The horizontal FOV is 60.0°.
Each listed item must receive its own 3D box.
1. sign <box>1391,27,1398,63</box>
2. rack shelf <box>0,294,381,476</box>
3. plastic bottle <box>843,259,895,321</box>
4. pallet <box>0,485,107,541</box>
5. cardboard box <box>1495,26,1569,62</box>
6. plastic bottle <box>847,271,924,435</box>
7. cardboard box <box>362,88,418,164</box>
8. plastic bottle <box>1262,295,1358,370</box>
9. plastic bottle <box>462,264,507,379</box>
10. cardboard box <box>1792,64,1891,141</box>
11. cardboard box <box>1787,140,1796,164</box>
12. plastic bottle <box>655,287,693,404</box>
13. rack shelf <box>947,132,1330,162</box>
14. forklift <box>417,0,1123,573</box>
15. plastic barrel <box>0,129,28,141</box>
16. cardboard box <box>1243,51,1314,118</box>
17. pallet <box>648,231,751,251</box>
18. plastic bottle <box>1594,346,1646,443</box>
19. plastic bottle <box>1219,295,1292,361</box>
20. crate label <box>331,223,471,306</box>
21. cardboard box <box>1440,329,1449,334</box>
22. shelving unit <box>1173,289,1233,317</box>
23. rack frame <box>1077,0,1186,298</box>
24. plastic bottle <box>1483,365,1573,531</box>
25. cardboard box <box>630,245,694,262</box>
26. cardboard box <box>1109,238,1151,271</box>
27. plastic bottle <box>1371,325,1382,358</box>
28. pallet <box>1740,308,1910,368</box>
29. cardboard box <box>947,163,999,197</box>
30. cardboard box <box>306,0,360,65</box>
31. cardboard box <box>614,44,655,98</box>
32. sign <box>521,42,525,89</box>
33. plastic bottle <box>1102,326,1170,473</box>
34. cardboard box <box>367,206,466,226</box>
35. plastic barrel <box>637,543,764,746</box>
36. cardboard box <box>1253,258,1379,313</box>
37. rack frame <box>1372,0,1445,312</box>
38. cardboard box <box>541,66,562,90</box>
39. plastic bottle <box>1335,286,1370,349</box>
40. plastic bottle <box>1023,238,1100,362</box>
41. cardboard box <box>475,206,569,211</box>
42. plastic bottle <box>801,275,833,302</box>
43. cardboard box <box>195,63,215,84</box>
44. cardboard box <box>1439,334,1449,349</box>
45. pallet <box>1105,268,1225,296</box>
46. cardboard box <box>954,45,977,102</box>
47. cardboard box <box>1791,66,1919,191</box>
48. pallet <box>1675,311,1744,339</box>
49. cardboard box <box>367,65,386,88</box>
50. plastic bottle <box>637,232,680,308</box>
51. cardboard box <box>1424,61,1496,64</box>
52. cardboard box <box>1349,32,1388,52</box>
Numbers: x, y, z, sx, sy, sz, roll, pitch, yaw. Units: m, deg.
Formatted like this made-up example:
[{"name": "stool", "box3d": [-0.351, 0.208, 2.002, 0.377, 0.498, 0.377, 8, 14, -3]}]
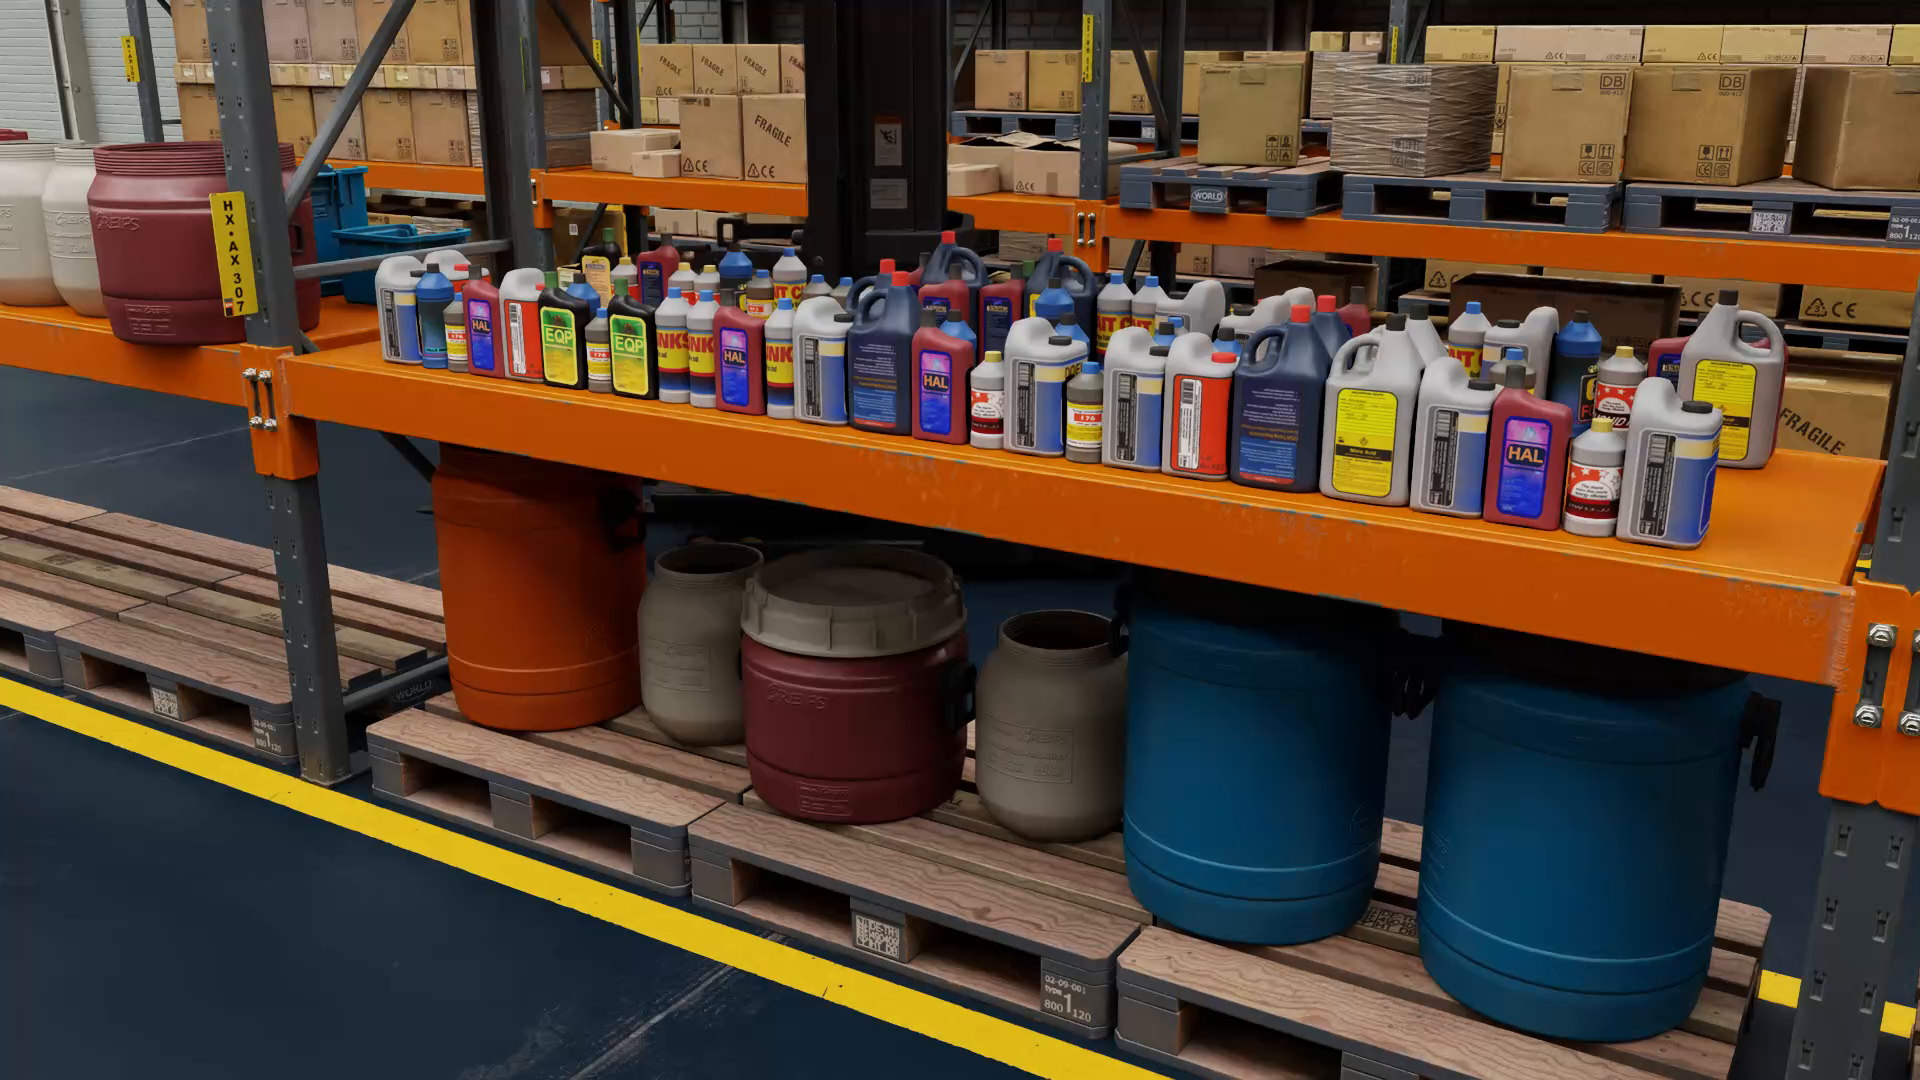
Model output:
[{"name": "sign", "box3d": [3.242, -3.660, 12.414, 0.005, 0.325, 0.100, 10, 20, 30]}, {"name": "rack shelf", "box3d": [-3.371, -0.786, 6.047, 4.000, 0.370, 1.077, 10, 20, 30]}, {"name": "plastic bottle", "box3d": [-0.186, -0.479, 3.881, 0.185, 0.351, 0.144, 10, 20, 30]}, {"name": "pallet", "box3d": [-4.386, 0.009, 6.987, 1.213, 0.211, 1.003, 10, 20, 30]}, {"name": "cardboard box", "box3d": [4.229, -3.624, 12.142, 0.500, 0.250, 0.500, 10, 19, 29]}, {"name": "plastic bottle", "box3d": [-0.151, -0.421, 3.690, 0.185, 0.351, 0.144, 10, 20, 30]}, {"name": "cardboard box", "box3d": [-3.739, -2.931, 11.696, 0.500, 0.500, 0.700, 10, 20, 31]}, {"name": "plastic bottle", "box3d": [0.705, -0.317, 3.348, 0.185, 0.351, 0.144, 10, 20, 30]}, {"name": "plastic bottle", "box3d": [-1.211, -0.563, 4.276, 0.133, 0.283, 0.061, 10, 20, 30]}, {"name": "cardboard box", "box3d": [5.961, -2.954, 11.228, 0.500, 0.500, 0.500, 10, 20, 31]}, {"name": "cardboard box", "box3d": [5.810, -2.651, 11.345, 0.250, 0.149, 0.380, 10, 20, 30]}, {"name": "plastic bottle", "box3d": [-0.678, -0.469, 3.985, 0.097, 0.271, 0.097, 0, 17, 0]}, {"name": "rack shelf", "box3d": [1.814, -3.240, 14.124, 4.000, 0.370, 1.077, 10, 20, 30]}, {"name": "forklift", "box3d": [-0.773, -1.399, 6.944, 3.031, 2.935, 1.130, 0, 17, 1]}, {"name": "plastic barrel", "box3d": [-3.381, -1.123, 5.682, 0.433, 0.535, 0.433, 0, 17, 0]}, {"name": "cardboard box", "box3d": [2.622, -3.686, 13.425, 0.500, 0.500, 0.700, 8, 19, 25]}, {"name": "pallet", "box3d": [-2.560, -3.019, 16.956, 1.213, 0.211, 1.003, 10, 20, 30]}, {"name": "plastic bottle", "box3d": [1.431, -0.318, 3.608, 0.097, 0.201, 0.097, 0, 17, 0]}, {"name": "plastic bottle", "box3d": [0.678, -0.426, 3.838, 0.135, 0.276, 0.152, 10, 20, 30]}, {"name": "crate label", "box3d": [-1.829, -0.903, 5.482, 0.416, 0.233, 0.303, 10, 20, 30]}, {"name": "cardboard box", "box3d": [2.740, -0.826, 8.483, 0.500, 0.500, 0.500, 9, 19, 28]}, {"name": "shelving unit", "box3d": [0.922, -0.406, 6.639, 0.258, 1.200, 0.189, -3, 33, -11]}, {"name": "rack frame", "box3d": [0.929, -2.053, 8.977, 0.127, 3.000, 1.000, 10, 20, 30]}, {"name": "plastic bottle", "box3d": [1.016, -0.166, 2.967, 0.133, 0.283, 0.061, 10, 20, 30]}, {"name": "cardboard box", "box3d": [-1.984, -1.824, 11.268, 0.500, 0.311, 0.500, 10, 20, 30]}, {"name": "cardboard box", "box3d": [1.626, -2.641, 14.459, 0.500, 0.500, 0.700, 10, 20, 31]}, {"name": "plastic bottle", "box3d": [0.985, -0.397, 3.870, 0.097, 0.201, 0.097, 0, 17, 0]}, {"name": "pallet", "box3d": [6.230, -1.436, 11.745, 1.213, 0.211, 1.003, 10, 20, 30]}, {"name": "cardboard box", "box3d": [0.018, -2.001, 9.239, 0.250, 0.149, 0.380, 10, 20, 30]}, {"name": "cardboard box", "box3d": [-4.144, -3.624, 11.748, 0.500, 0.500, 0.700, 10, 20, 30]}, {"name": "cardboard box", "box3d": [-3.049, -4.646, 16.450, 0.500, 0.500, 0.500, 10, 20, 30]}, {"name": "sign", "box3d": [-2.769, -2.975, 10.390, 0.005, 0.325, 0.100, 10, 20, 30]}, {"name": "plastic bottle", "box3d": [0.381, -0.291, 3.392, 0.135, 0.276, 0.152, 10, 20, 30]}, {"name": "cardboard box", "box3d": [-3.837, -2.076, 11.771, 0.500, 0.500, 0.500, 10, 20, 30]}, {"name": "plastic barrel", "box3d": [-0.713, 0.297, 4.800, 0.421, 0.512, 0.421, 0, 17, 0]}, {"name": "cardboard box", "box3d": [1.899, -1.334, 8.866, 0.500, 0.250, 0.500, 11, 20, 32]}, {"name": "rack frame", "box3d": [3.518, -3.280, 13.018, 0.127, 3.000, 1.000, 10, 20, 30]}, {"name": "cardboard box", "box3d": [-2.823, -3.007, 10.833, 0.250, 0.149, 0.380, 10, 20, 30]}, {"name": "plastic bottle", "box3d": [0.896, -0.459, 3.931, 0.133, 0.283, 0.061, 10, 20, 30]}, {"name": "plastic bottle", "box3d": [0.260, -0.590, 4.248, 0.185, 0.351, 0.144, 10, 20, 30]}, {"name": "cardboard box", "box3d": [-3.141, -2.127, 11.941, 0.500, 0.500, 0.500, 10, 20, 30]}, {"name": "plastic bottle", "box3d": [-0.398, -0.644, 4.683, 0.097, 0.201, 0.097, 0, 17, 0]}, {"name": "cardboard box", "box3d": [-5.440, -3.475, 12.372, 0.250, 0.149, 0.380, 10, 19, 29]}, {"name": "cardboard box", "box3d": [2.488, -0.693, 8.046, 0.500, 0.500, 0.500, 9, 19, 28]}, {"name": "pallet", "box3d": [1.818, -2.251, 14.428, 1.213, 0.211, 1.003, 10, 20, 30]}, {"name": "cardboard box", "box3d": [-0.182, -4.308, 15.337, 0.500, 0.500, 0.500, 10, 19, 29]}, {"name": "cardboard box", "box3d": [4.051, -1.820, 7.318, 0.500, 0.500, 0.700, 4, 17, 12]}, {"name": "pallet", "box3d": [5.186, -1.621, 12.356, 1.213, 0.211, 1.003, 10, 20, 30]}, {"name": "cardboard box", "box3d": [-3.905, -3.201, 11.470, 0.250, 0.149, 0.380, 11, 20, 32]}, {"name": "plastic bottle", "box3d": [-0.902, -0.780, 4.987, 0.133, 0.283, 0.061, 10, 20, 30]}, {"name": "cardboard box", "box3d": [3.798, -3.342, 12.506, 0.500, 0.500, 0.500, 11, 20, 32]}, {"name": "cardboard box", "box3d": [3.208, -3.894, 12.994, 0.250, 0.149, 0.380, 7, 18, 23]}]
